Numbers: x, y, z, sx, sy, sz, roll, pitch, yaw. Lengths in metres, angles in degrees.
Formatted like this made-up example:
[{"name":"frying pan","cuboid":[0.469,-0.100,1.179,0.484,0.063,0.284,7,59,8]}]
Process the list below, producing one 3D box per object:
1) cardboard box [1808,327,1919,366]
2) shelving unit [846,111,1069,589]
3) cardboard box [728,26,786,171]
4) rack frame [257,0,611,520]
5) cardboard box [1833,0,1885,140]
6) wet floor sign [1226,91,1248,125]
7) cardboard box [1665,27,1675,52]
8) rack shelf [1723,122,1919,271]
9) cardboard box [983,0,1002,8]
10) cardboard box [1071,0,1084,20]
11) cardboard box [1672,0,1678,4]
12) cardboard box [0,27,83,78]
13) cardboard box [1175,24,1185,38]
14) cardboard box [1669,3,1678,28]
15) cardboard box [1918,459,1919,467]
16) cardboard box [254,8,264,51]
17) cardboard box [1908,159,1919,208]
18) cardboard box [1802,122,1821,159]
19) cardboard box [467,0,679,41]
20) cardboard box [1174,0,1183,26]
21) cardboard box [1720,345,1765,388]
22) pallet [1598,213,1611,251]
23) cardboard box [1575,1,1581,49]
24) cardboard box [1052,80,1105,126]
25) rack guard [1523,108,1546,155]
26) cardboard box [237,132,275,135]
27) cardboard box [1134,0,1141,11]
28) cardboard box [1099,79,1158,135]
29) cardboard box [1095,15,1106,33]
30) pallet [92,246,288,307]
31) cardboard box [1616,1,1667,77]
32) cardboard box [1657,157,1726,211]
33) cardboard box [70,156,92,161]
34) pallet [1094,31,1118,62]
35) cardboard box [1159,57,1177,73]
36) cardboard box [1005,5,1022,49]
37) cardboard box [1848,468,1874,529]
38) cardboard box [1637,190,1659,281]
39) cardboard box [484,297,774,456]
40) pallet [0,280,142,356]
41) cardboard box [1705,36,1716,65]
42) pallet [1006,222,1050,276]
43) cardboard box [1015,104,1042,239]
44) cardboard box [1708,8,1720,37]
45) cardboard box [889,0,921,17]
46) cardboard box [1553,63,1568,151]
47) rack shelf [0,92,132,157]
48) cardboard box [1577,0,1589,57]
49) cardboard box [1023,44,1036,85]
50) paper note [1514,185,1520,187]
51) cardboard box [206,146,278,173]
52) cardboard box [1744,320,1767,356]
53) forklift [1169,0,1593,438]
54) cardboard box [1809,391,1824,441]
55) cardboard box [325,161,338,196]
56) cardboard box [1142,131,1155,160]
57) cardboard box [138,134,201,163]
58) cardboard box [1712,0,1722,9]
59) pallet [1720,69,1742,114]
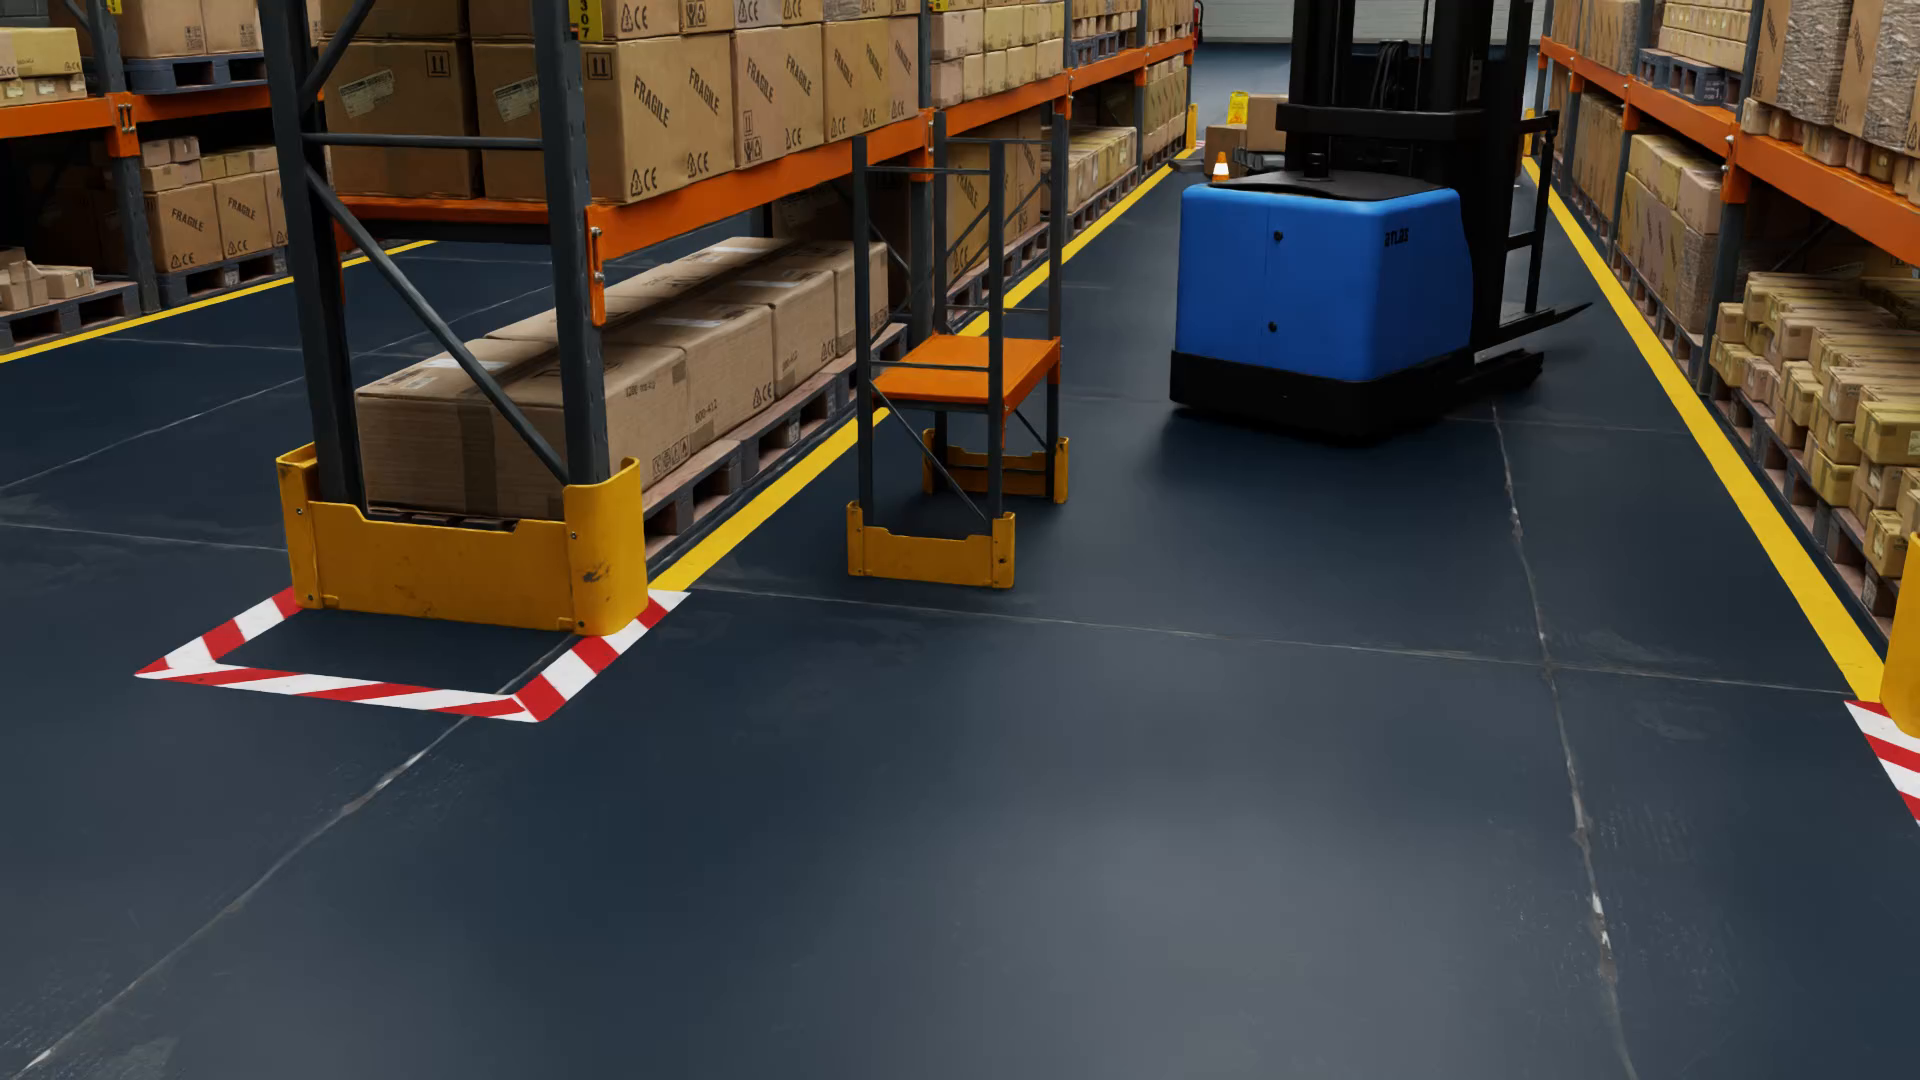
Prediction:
[{"name":"cardboard box","cuboid":[3.581,-0.735,6.539,0.380,0.149,0.250,4,19,11]},{"name":"shelving unit","cuboid":[0.019,-0.734,6.015,0.587,1.500,1.083,5,19,13]},{"name":"cardboard box","cuboid":[-0.994,-1.708,6.393,0.500,0.500,0.500,5,19,13]},{"name":"rack frame","cuboid":[-1.628,-1.214,5.102,1.000,3.000,0.127,5,19,13]},{"name":"cardboard box","cuboid":[3.435,-1.680,5.852,0.500,0.500,0.500,6,20,16]},{"name":"wet floor sign","cuboid":[3.366,-5.090,20.092,0.267,0.644,0.232,12,22,32]},{"name":"cardboard box","cuboid":[4.781,-3.234,10.754,0.380,0.149,0.250,6,20,16]},{"name":"rack shelf","cuboid":[3.686,-1.142,6.002,1.077,0.370,4.000,5,19,13]},{"name":"cardboard box","cuboid":[-0.042,-3.422,9.865,0.500,0.500,0.500,4,19,12]},{"name":"cardboard box","cuboid":[0.661,-4.231,12.671,0.500,0.500,0.500,4,19,12]},{"name":"cardboard box","cuboid":[4.788,-3.510,10.641,0.380,0.149,0.250,4,19,12]},{"name":"cardboard box","cuboid":[-5.352,-2.750,9.369,0.500,0.250,0.500,5,20,15]},{"name":"cardboard box","cuboid":[2.326,-5.726,18.701,0.380,0.149,0.250,5,19,14]},{"name":"cardboard box","cuboid":[4.775,-3.362,10.670,0.380,0.149,0.250,6,20,16]},{"name":"cardboard box","cuboid":[3.198,-0.246,5.109,0.380,0.149,0.250,5,19,14]},{"name":"cardboard box","cuboid":[-4.753,-3.399,11.057,0.396,0.266,0.258,6,20,16]},{"name":"cardboard box","cuboid":[3.186,-1.097,5.148,0.380,0.149,0.250,5,20,15]},{"name":"cardboard box","cuboid":[3.585,-1.594,6.602,0.380,0.149,0.250,5,19,14]},{"name":"cardboard box","cuboid":[-1.234,-1.863,5.299,0.500,0.500,0.500,4,19,12]},{"name":"cardboard box","cuboid":[2.164,-5.912,18.242,0.500,0.500,0.500,5,19,13]},{"name":"cardboard box","cuboid":[3.709,-0.786,7.610,0.380,0.149,0.250,5,20,15]},{"name":"pallet","cuboid":[5.417,-2.284,12.548,1.003,0.211,1.213,5,19,13]},{"name":"cardboard box","cuboid":[6.208,-4.804,15.379,0.875,0.550,0.550,5,19,13]},{"name":"cardboard box","cuboid":[1.189,-4.435,16.974,0.500,0.500,0.500,4,19,13]},{"name":"rack guard","cuboid":[7.112,-4.695,19.159,1.175,0.500,0.348,5,19,13]},{"name":"cardboard box","cuboid":[-5.164,-2.968,12.449,0.380,0.149,0.250,4,19,12]},{"name":"cardboard box","cuboid":[1.414,-5.199,15.505,0.500,0.500,0.500,4,19,12]},{"name":"cardboard box","cuboid":[1.710,-4.392,16.848,0.500,0.500,0.500,6,20,16]},{"name":"cardboard box","cuboid":[1.029,-4.392,14.143,0.380,0.149,0.250,5,20,15]},{"name":"pallet","cuboid":[-5.302,-1.797,11.123,1.003,0.211,1.213,5,19,13]},{"name":"cardboard box","cuboid":[5.001,-3.572,11.851,0.500,0.500,0.500,5,19,13]},{"name":"cardboard box","cuboid":[4.365,-2.060,9.635,0.500,0.250,0.500,4,19,11]},{"name":"cardboard box","cuboid":[-5.595,-2.403,10.795,0.380,0.149,0.250,5,19,13]},{"name":"pallet","cuboid":[0.771,-4.255,14.300,1.003,0.211,1.213,5,19,13]},{"name":"cardboard box","cuboid":[2.184,-5.236,18.316,0.380,0.149,0.250,6,20,16]},{"name":"cardboard box","cuboid":[0.101,-3.230,10.461,0.500,0.250,0.500,4,19,12]},{"name":"cardboard box","cuboid":[3.284,-0.129,5.686,0.380,0.149,0.250,5,19,14]},{"name":"cardboard box","cuboid":[4.491,-1.858,10.203,0.500,0.500,0.500,4,19,12]},{"name":"cardboard box","cuboid":[-1.348,-0.703,6.919,0.875,0.438,0.875,5,20,15]},{"name":"pallet","cuboid":[-5.633,-1.324,9.738,1.003,0.211,1.213,5,19,13]},{"name":"cardboard box","cuboid":[4.395,-2.737,9.300,0.380,0.149,0.250,6,20,16]},{"name":"pallet","cuboid":[0.061,-2.161,12.188,1.003,0.211,1.213,5,19,13]},{"name":"cardboard box","cuboid":[0.078,-2.705,12.104,0.875,0.875,0.875,4,19,13]},{"name":"cardboard box","cuboid":[4.399,-2.883,9.267,0.380,0.149,0.250,5,19,14]},{"name":"cardboard box","cuboid":[-0.498,-2.819,8.098,0.500,0.500,0.500,4,19,13]},{"name":"cardboard box","cuboid":[6.792,-4.570,17.563,0.875,0.875,0.875,4,19,13]},{"name":"rack shelf","cuboid":[-5.953,-1.892,8.198,1.077,0.370,4.000,5,19,13]},{"name":"cardboard box","cuboid":[5.740,-4.520,14.625,0.500,0.500,0.500,5,19,14]},{"name":"cardboard box","cuboid":[0.207,-3.154,11.013,0.500,0.250,0.500,4,19,13]},{"name":"paper note","cuboid":[5.415,-3.494,16.368,0.147,0.020,0.142,-9,21,-24]},{"name":"cardboard box","cuboid":[-4.923,-2.610,11.401,0.380,0.149,0.250,5,19,13]},{"name":"cardboard box","cuboid":[3.801,-0.924,7.554,0.380,0.149,0.250,5,19,14]},{"name":"forklift","cuboid":[2.355,-2.244,8.223,1.130,2.935,3.031,16,25,39]},{"name":"cardboard box","cuboid":[3.369,-0.439,6.132,0.380,0.149,0.250,6,20,16]},{"name":"cardboard box","cuboid":[-4.749,-2.494,12.067,0.500,0.500,0.500,4,19,11]},{"name":"cardboard box","cuboid":[1.710,-4.037,16.969,0.500,0.250,0.500,4,19,11]},{"name":"cardboard box","cuboid":[-5.102,-2.499,10.617,0.380,0.149,0.250,4,19,11]},{"name":"cardboard box","cuboid":[4.402,-3.020,9.207,0.380,0.149,0.250,4,19,11]},{"name":"pallet","cuboid":[4.502,-2.246,8.420,1.003,0.211,1.213,5,19,13]}]
